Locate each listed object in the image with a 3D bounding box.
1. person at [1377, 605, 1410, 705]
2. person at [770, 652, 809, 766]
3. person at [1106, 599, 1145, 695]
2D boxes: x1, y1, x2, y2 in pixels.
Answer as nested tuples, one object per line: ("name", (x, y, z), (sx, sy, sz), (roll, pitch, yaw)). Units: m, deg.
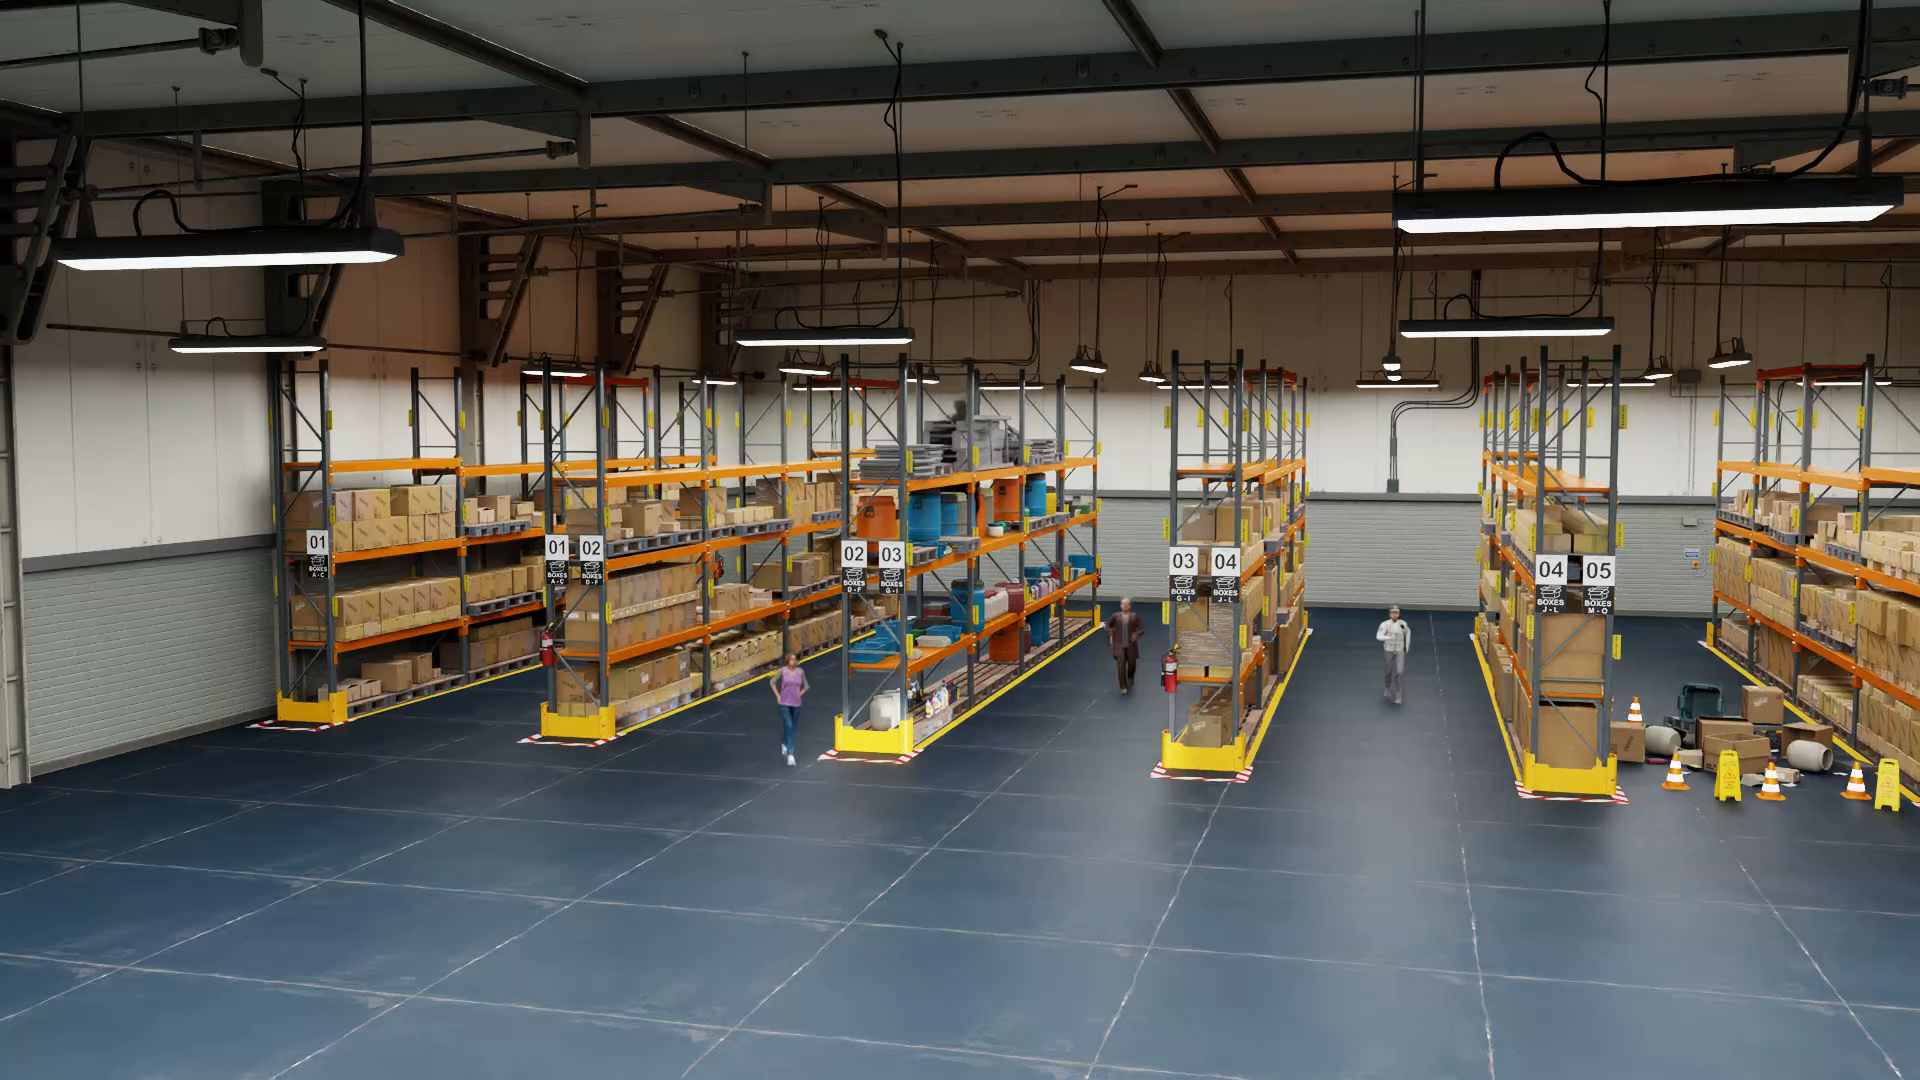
("person", (7.723, 2.017, 29.636), (0.612, 1.748, 0.805), (1, 4, 8))
("person", (-2.492, 2.449, 24.454), (0.543, 1.621, 0.731), (-2, 4, -23))
("person", (3.027, 1.939, 30.531), (0.715, 1.735, 0.826), (0, 4, 6))
